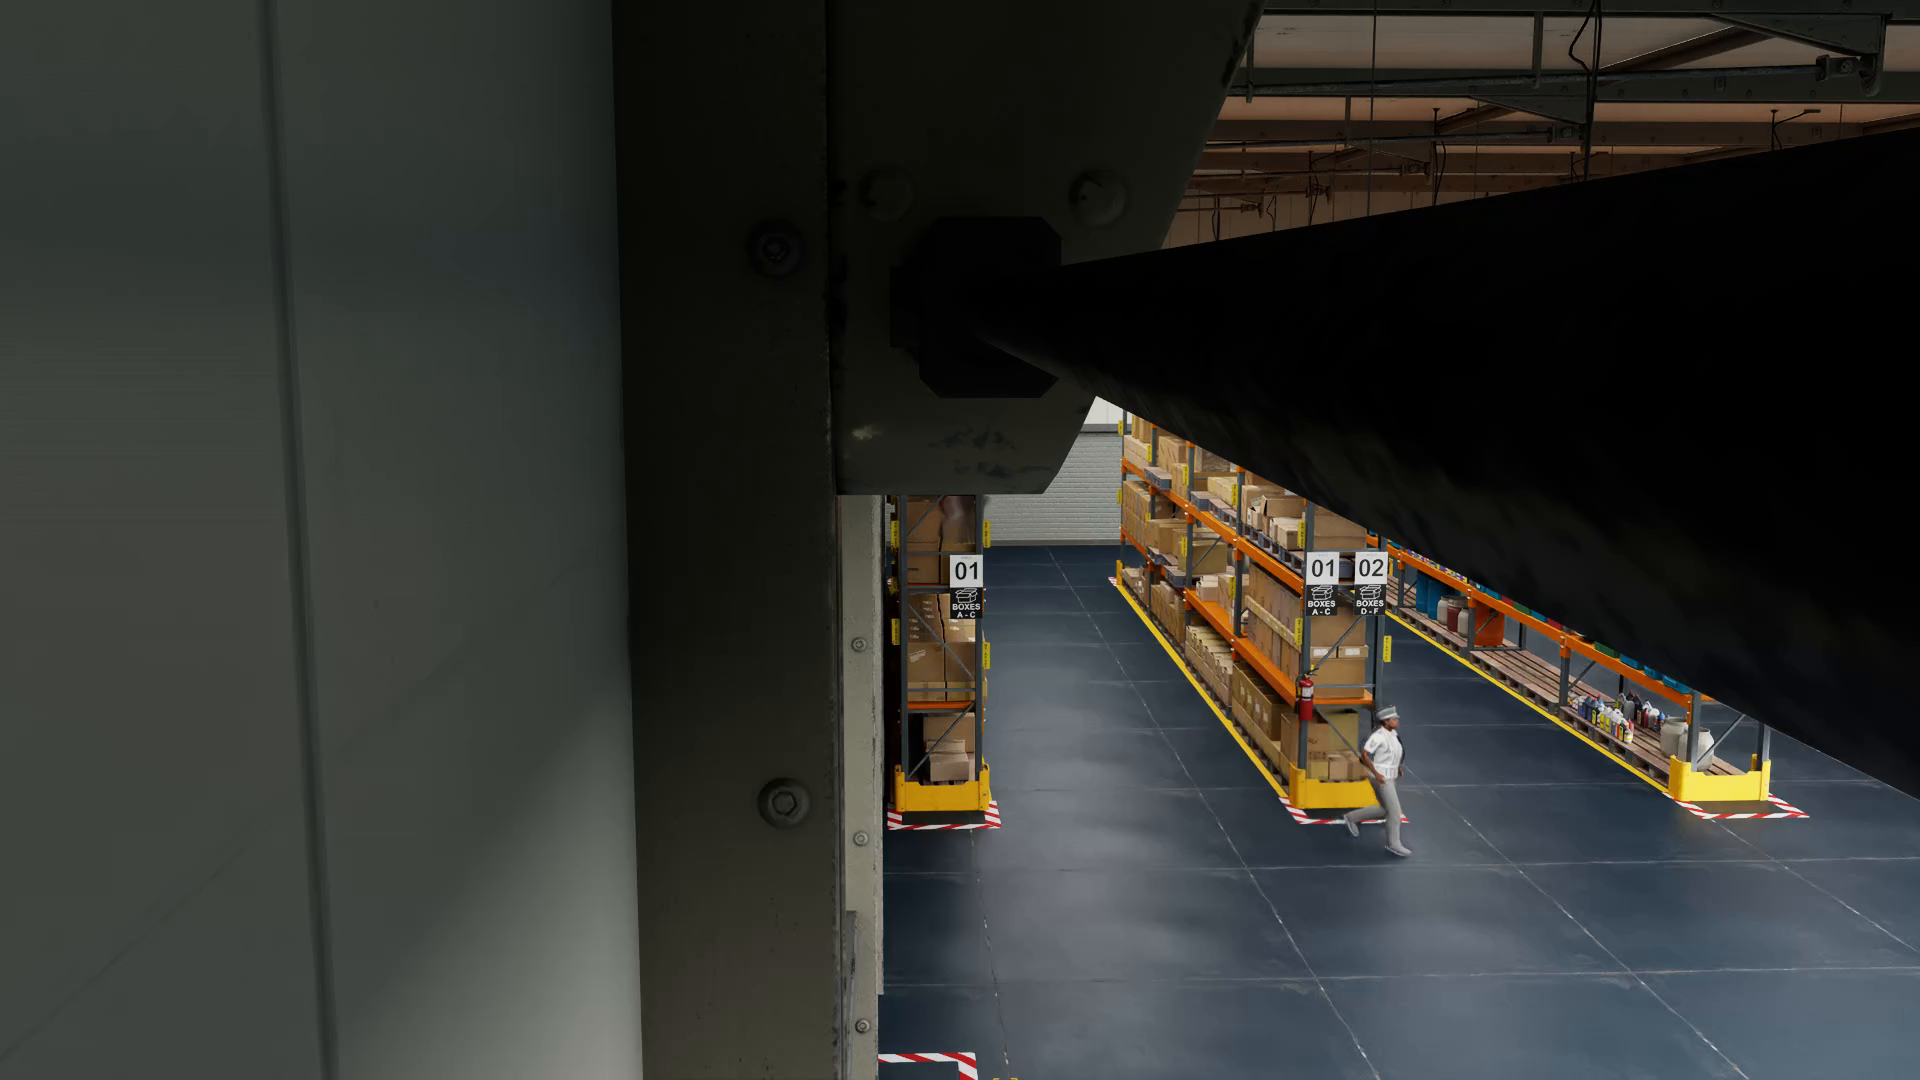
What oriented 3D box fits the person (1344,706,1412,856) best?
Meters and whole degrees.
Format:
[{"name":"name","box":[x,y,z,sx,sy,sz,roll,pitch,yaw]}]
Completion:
[{"name":"person","box":[4.835,2.729,19.097,0.852,1.680,0.609,6,10,35]}]

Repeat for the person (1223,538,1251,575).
[{"name":"person","box":[5.933,0.274,35.640,0.682,1.750,0.647,-1,8,-6]}]
